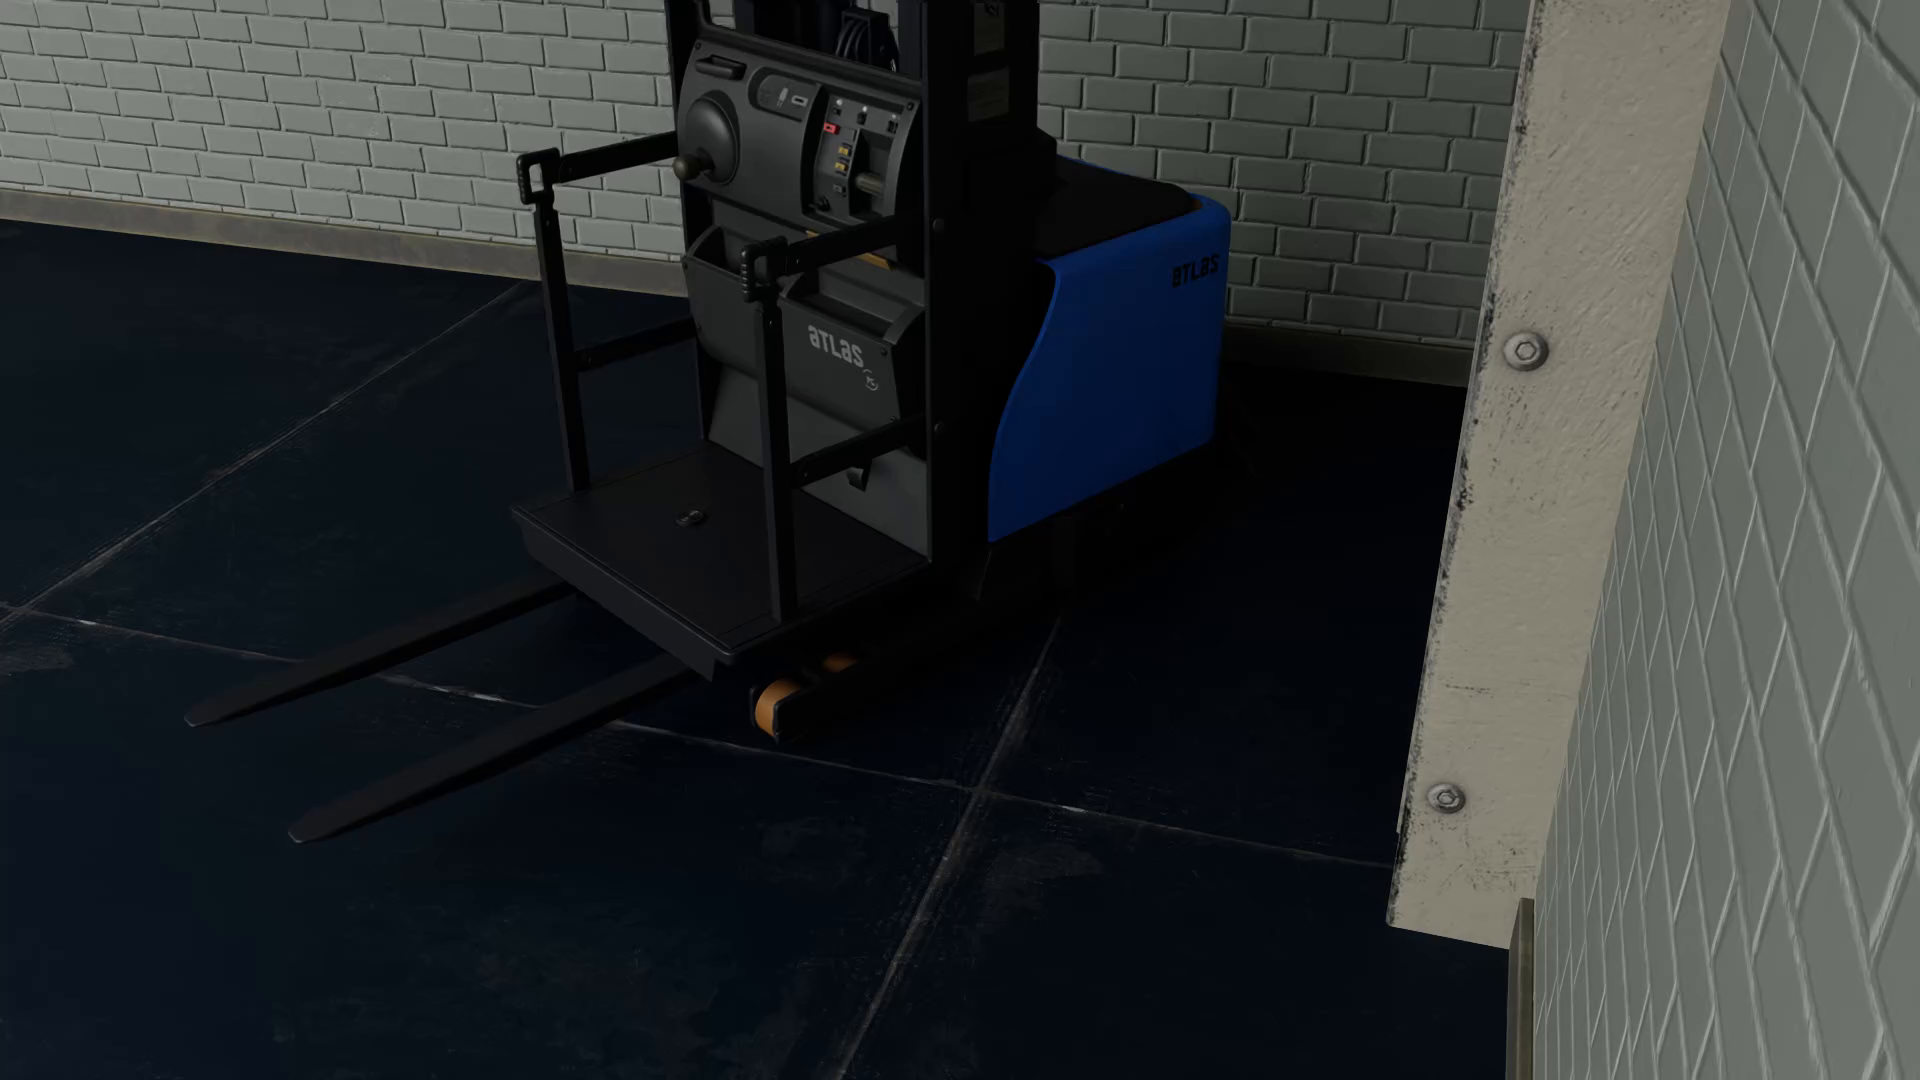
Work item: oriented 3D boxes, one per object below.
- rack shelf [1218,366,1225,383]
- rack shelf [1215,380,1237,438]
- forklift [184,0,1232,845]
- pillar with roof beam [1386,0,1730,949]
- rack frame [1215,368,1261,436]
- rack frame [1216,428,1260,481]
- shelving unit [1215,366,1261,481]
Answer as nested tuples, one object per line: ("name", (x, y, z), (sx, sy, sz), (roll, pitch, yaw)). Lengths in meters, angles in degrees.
("rack shelf", (0.820, -0.510, 5.957), (0.258, 0.180, 0.103), (-10, 36, -5))
("rack shelf", (0.841, -0.443, 5.860), (0.258, 0.180, 0.103), (-10, 36, -5))
("forklift", (-0.591, -1.032, 4.206), (3.031, 2.935, 1.130), (-24, 37, -37))
("pillar with roof beam", (-2.940, -3.740, 2.833), (9.100, 9.000, 0.400), (8, 30, 15))
("rack frame", (0.782, -0.677, 6.036), (0.240, 0.006, 1.200), (-10, 36, -5))
("rack frame", (0.798, -0.529, 6.143), (0.240, 0.006, 1.200), (-10, 36, -5))
("shelving unit", (0.790, -0.603, 6.090), (0.258, 0.189, 1.200), (-10, 36, -5))
